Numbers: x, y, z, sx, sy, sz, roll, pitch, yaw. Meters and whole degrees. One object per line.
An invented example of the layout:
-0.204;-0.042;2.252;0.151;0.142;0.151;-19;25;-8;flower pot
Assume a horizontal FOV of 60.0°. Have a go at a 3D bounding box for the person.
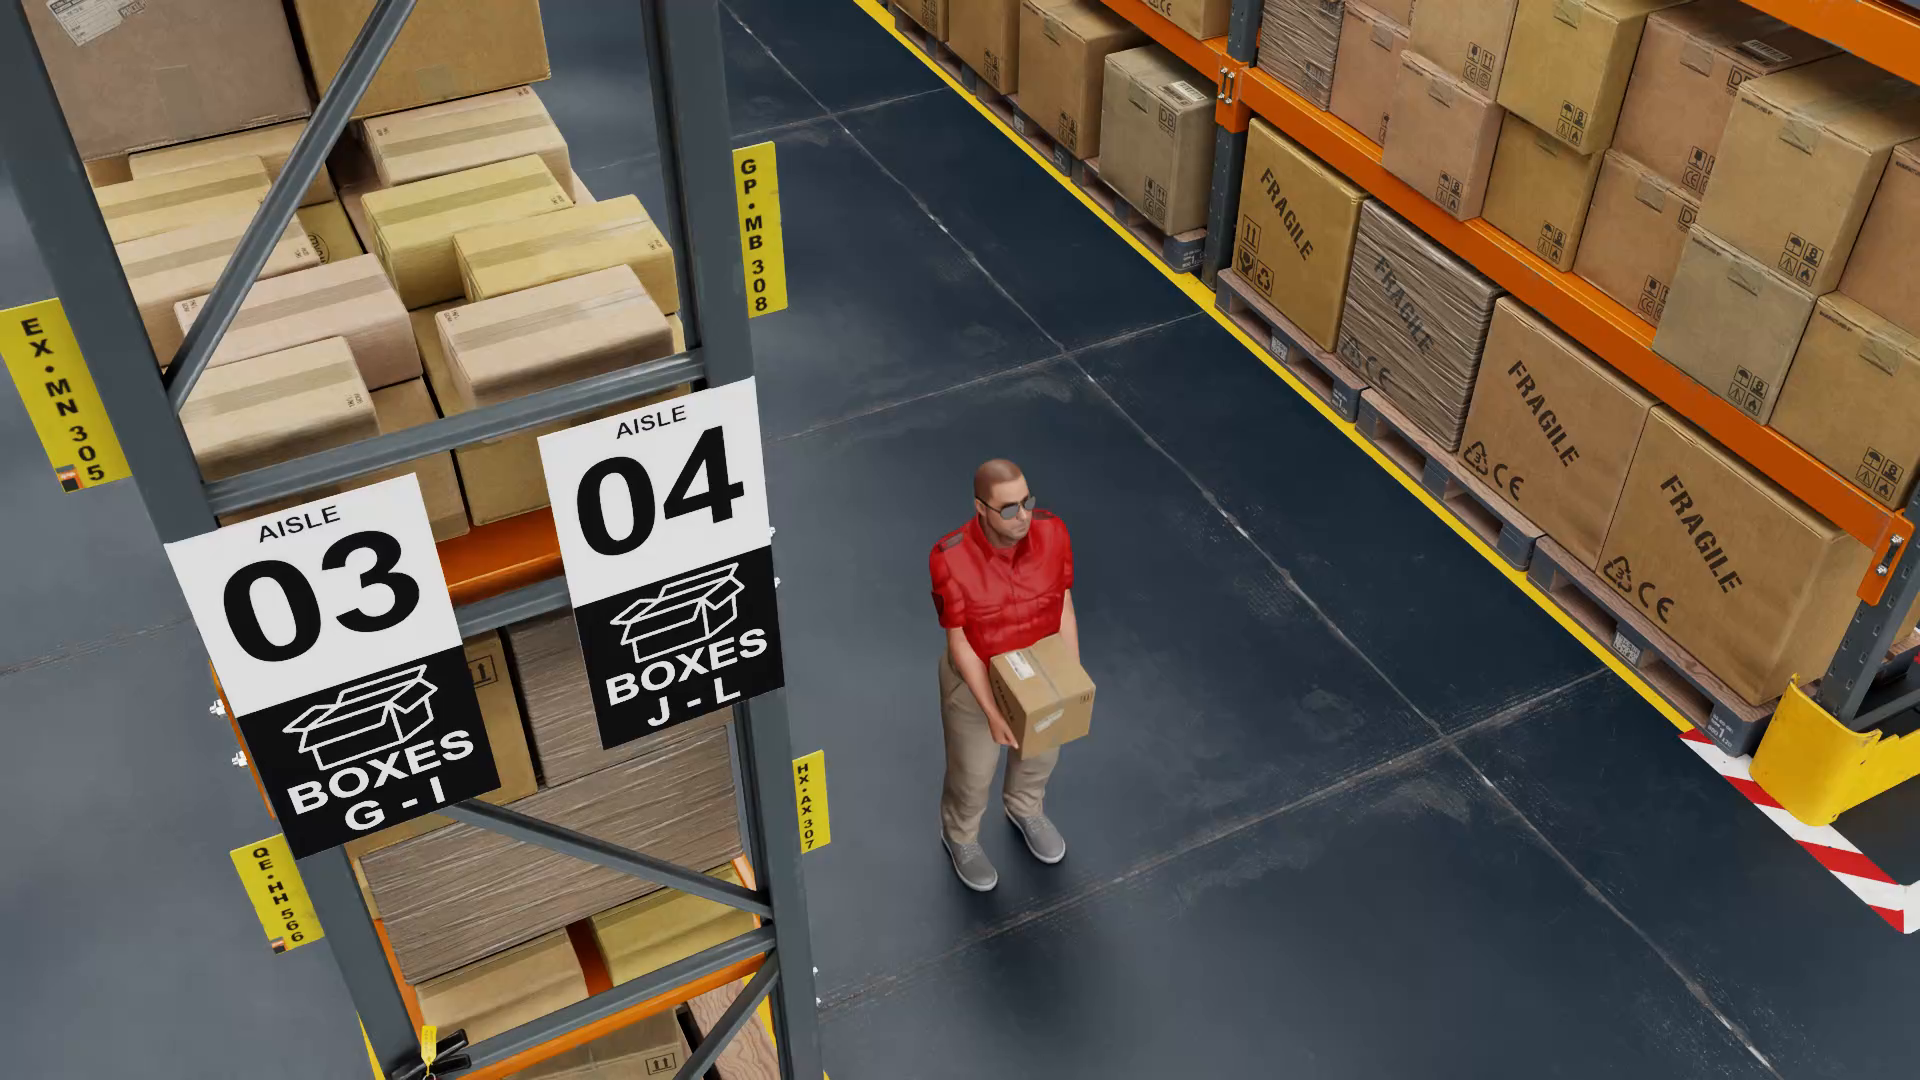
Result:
0.194;0.516;5.586;0.493;1.712;0.537;-19;44;-20;person
